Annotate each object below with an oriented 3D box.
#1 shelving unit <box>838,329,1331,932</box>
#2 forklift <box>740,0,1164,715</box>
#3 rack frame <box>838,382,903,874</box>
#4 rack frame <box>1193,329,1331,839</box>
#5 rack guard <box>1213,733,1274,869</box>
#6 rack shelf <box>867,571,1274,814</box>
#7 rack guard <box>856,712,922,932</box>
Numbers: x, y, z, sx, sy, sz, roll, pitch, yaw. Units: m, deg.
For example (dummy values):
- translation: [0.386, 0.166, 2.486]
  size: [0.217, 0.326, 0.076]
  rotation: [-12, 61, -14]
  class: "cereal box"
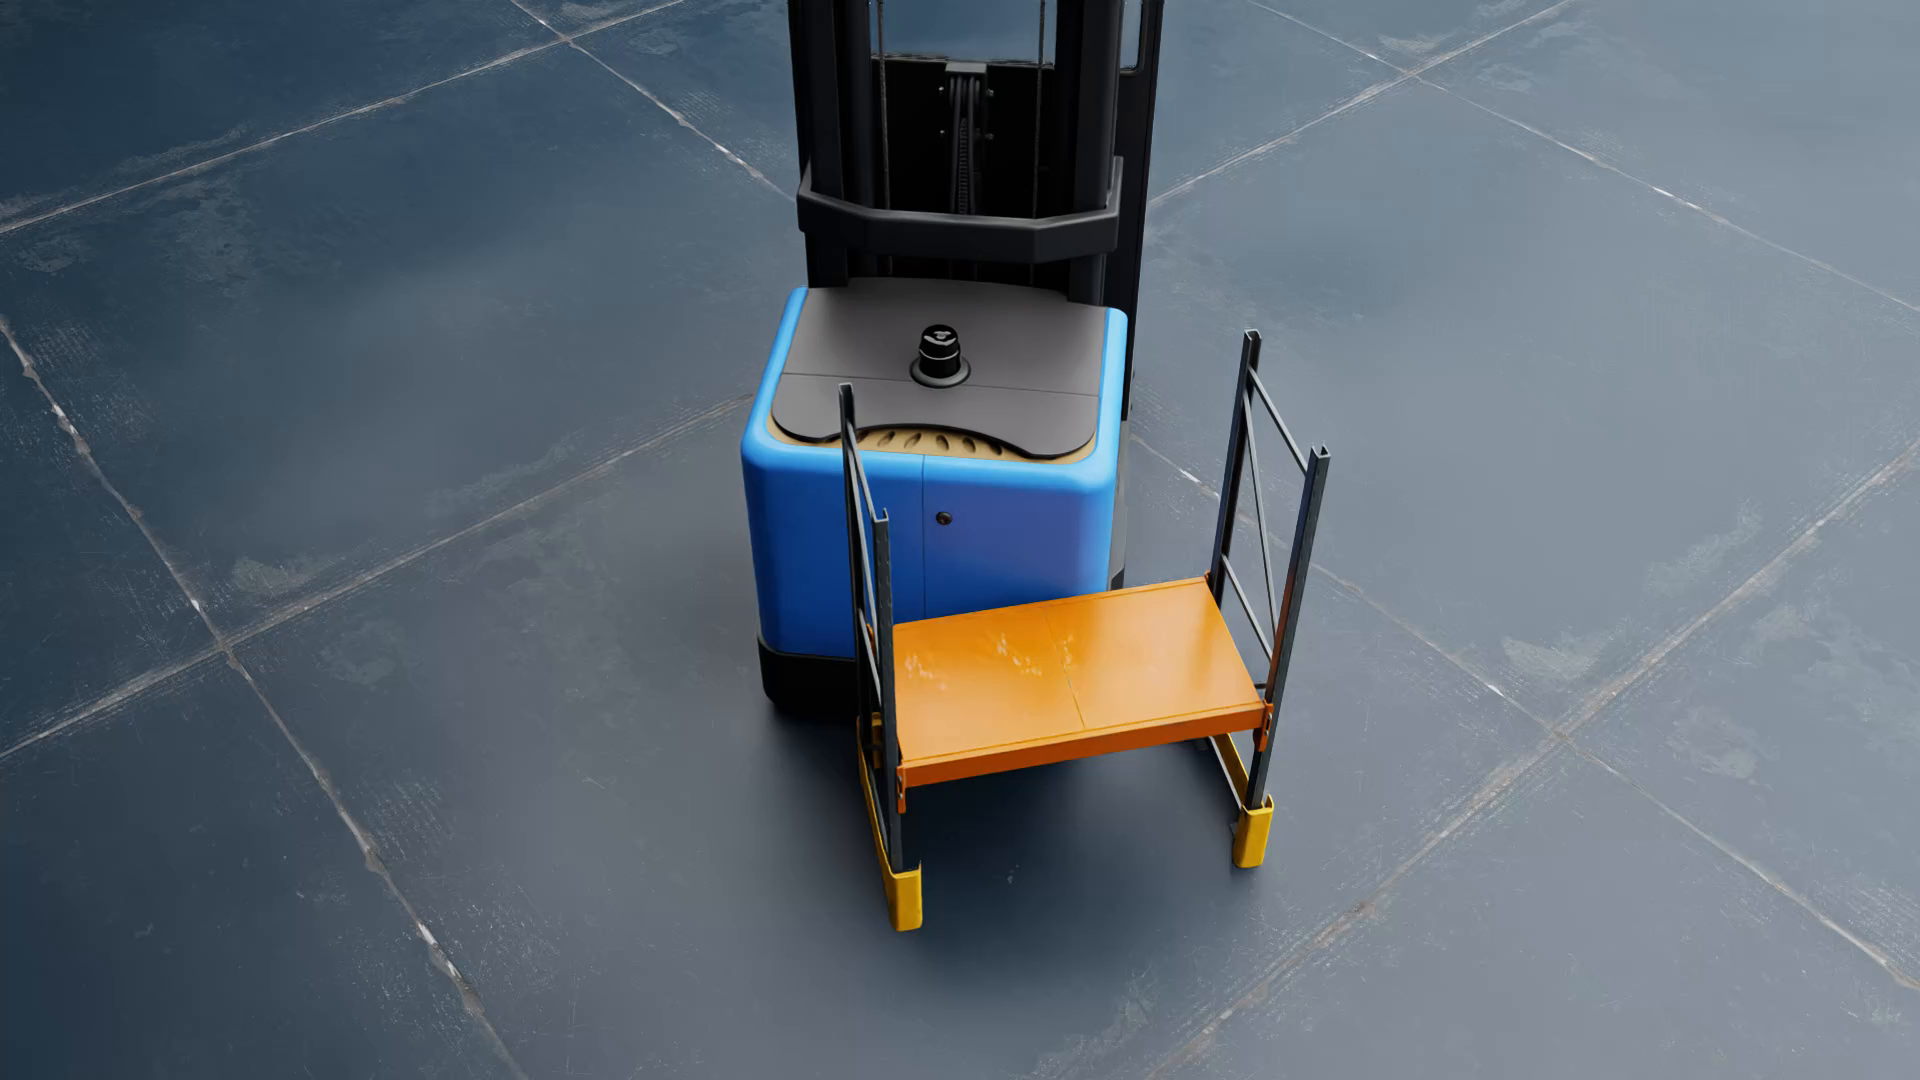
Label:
- translation: [0.284, 0.265, 4.373]
  size: [1.083, 1.500, 0.587]
  rotation: [-8, 44, -9]
  class: "shelving unit"
- translation: [0.072, -1.496, 5.202]
  size: [1.130, 2.935, 3.031]
  rotation: [5, 43, 5]
  class: "forklift"
- translation: [-0.222, 0.339, 4.293]
  size: [0.032, 1.500, 0.500]
  rotation: [-8, 44, -9]
  class: "rack frame"
- translation: [0.772, 0.192, 4.450]
  size: [0.032, 1.500, 0.500]
  rotation: [-8, 44, -9]
  class: "rack frame"
- translation: [0.770, 0.648, 4.877]
  size: [0.087, 0.250, 0.587]
  rotation: [-8, 44, -9]
  class: "rack guard"
- translation: [0.275, 0.397, 4.494]
  size: [1.000, 0.185, 0.538]
  rotation: [-8, 44, -9]
  class: "rack shelf"
- translation: [-0.203, 0.792, 4.724]
  size: [0.087, 0.250, 0.587]
  rotation: [-8, 44, -9]
  class: "rack guard"
